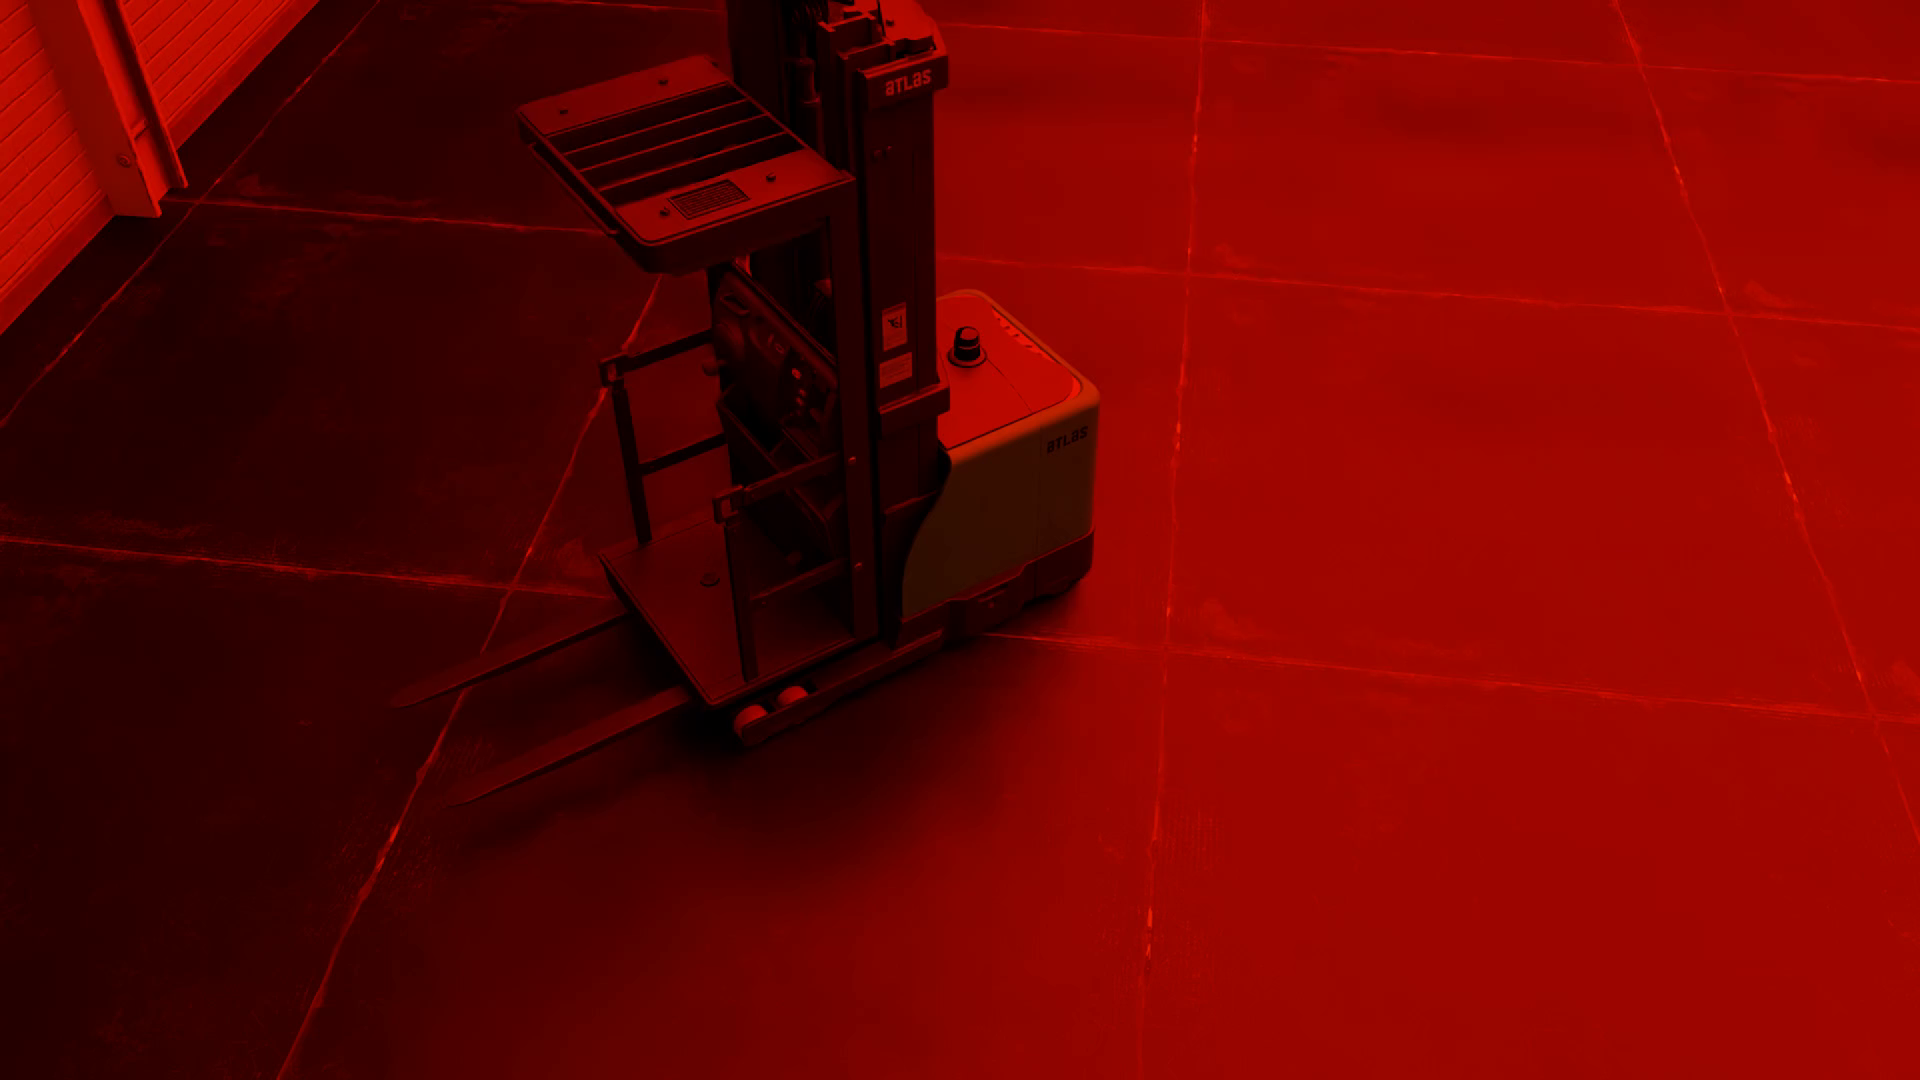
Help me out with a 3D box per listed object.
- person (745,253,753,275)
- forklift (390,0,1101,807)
[{"bbox_3d":[-0.603,-0.997,7.923,0.927,1.521,0.682,13,44,14],"label":"person"},{"bbox_3d":[-0.902,-0.635,6.416,3.031,2.935,1.130,-24,48,-24],"label":"forklift"}]
